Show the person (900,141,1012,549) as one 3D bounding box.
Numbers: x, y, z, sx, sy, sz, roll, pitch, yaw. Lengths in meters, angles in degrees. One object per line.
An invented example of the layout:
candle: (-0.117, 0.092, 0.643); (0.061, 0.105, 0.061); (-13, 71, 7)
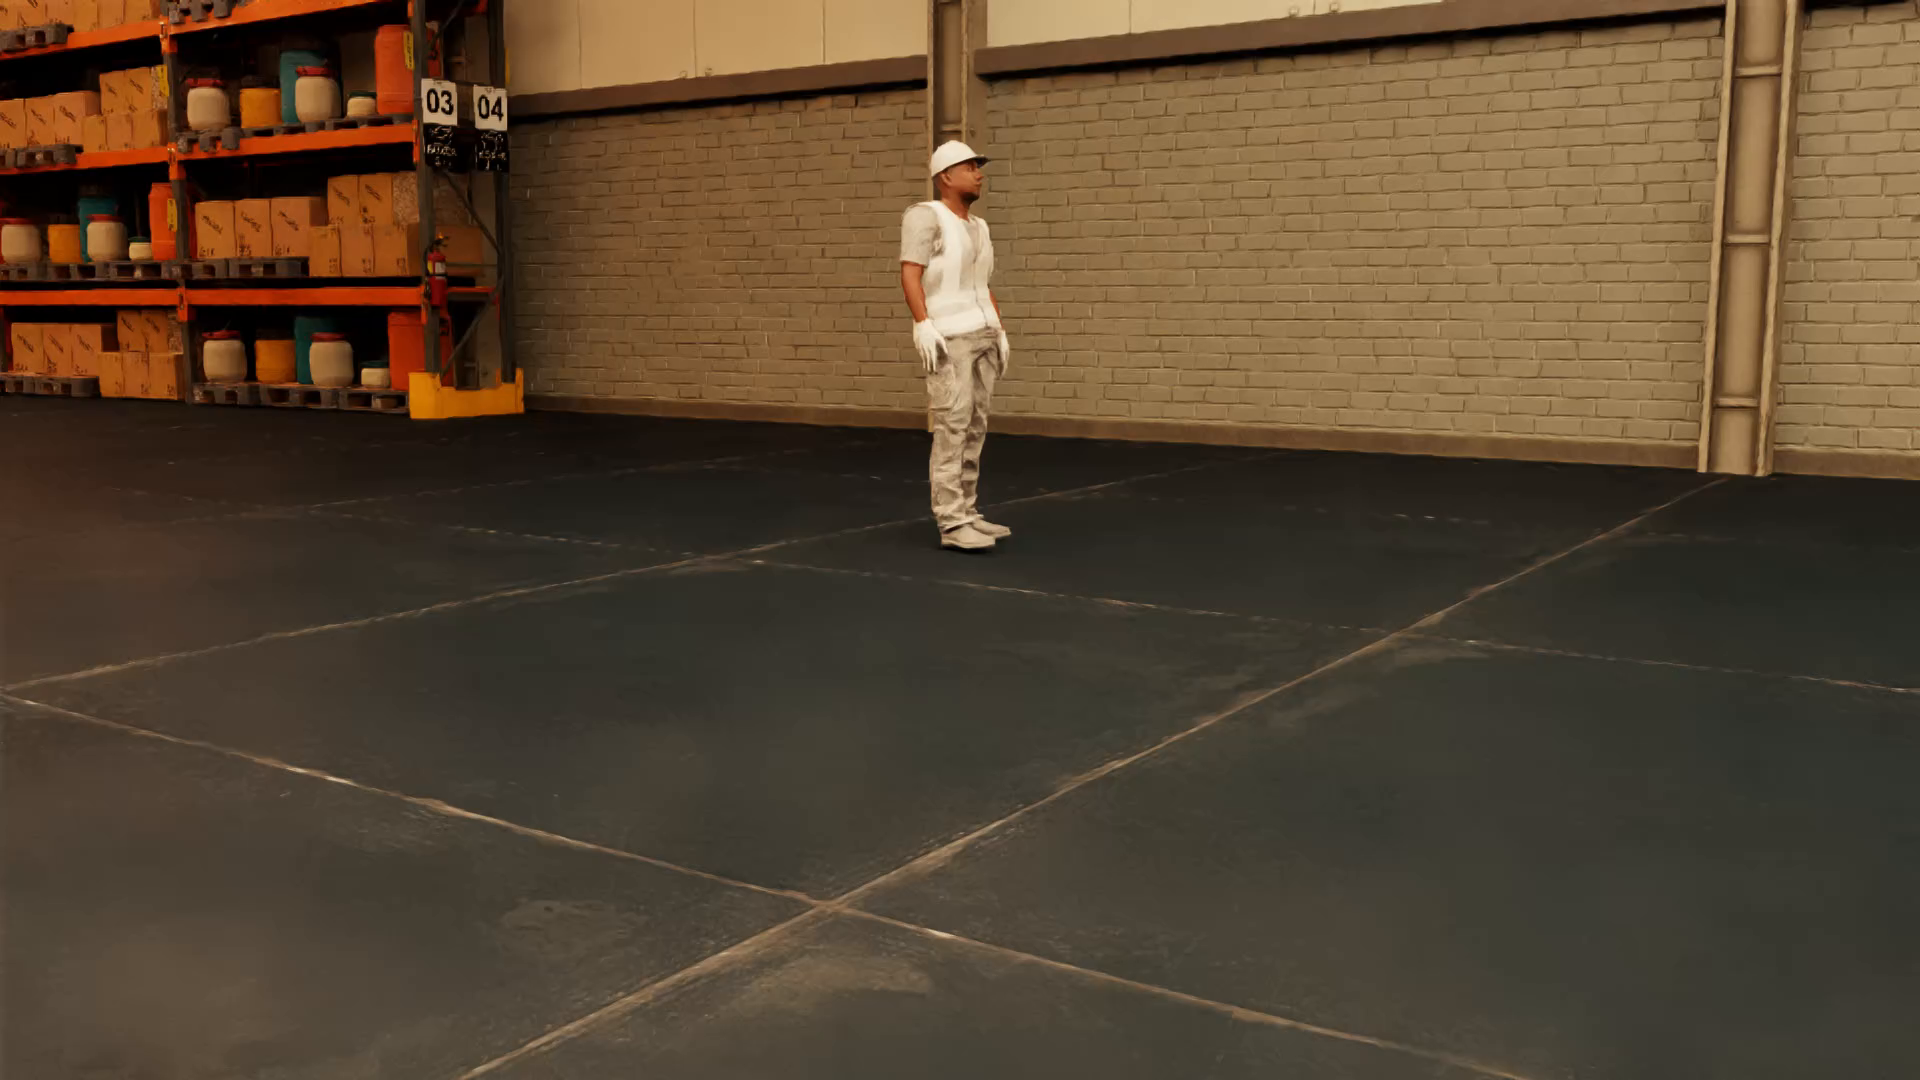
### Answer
person: (0.055, -0.883, 7.431); (0.576, 1.782, 0.655); (5, 10, 34)
